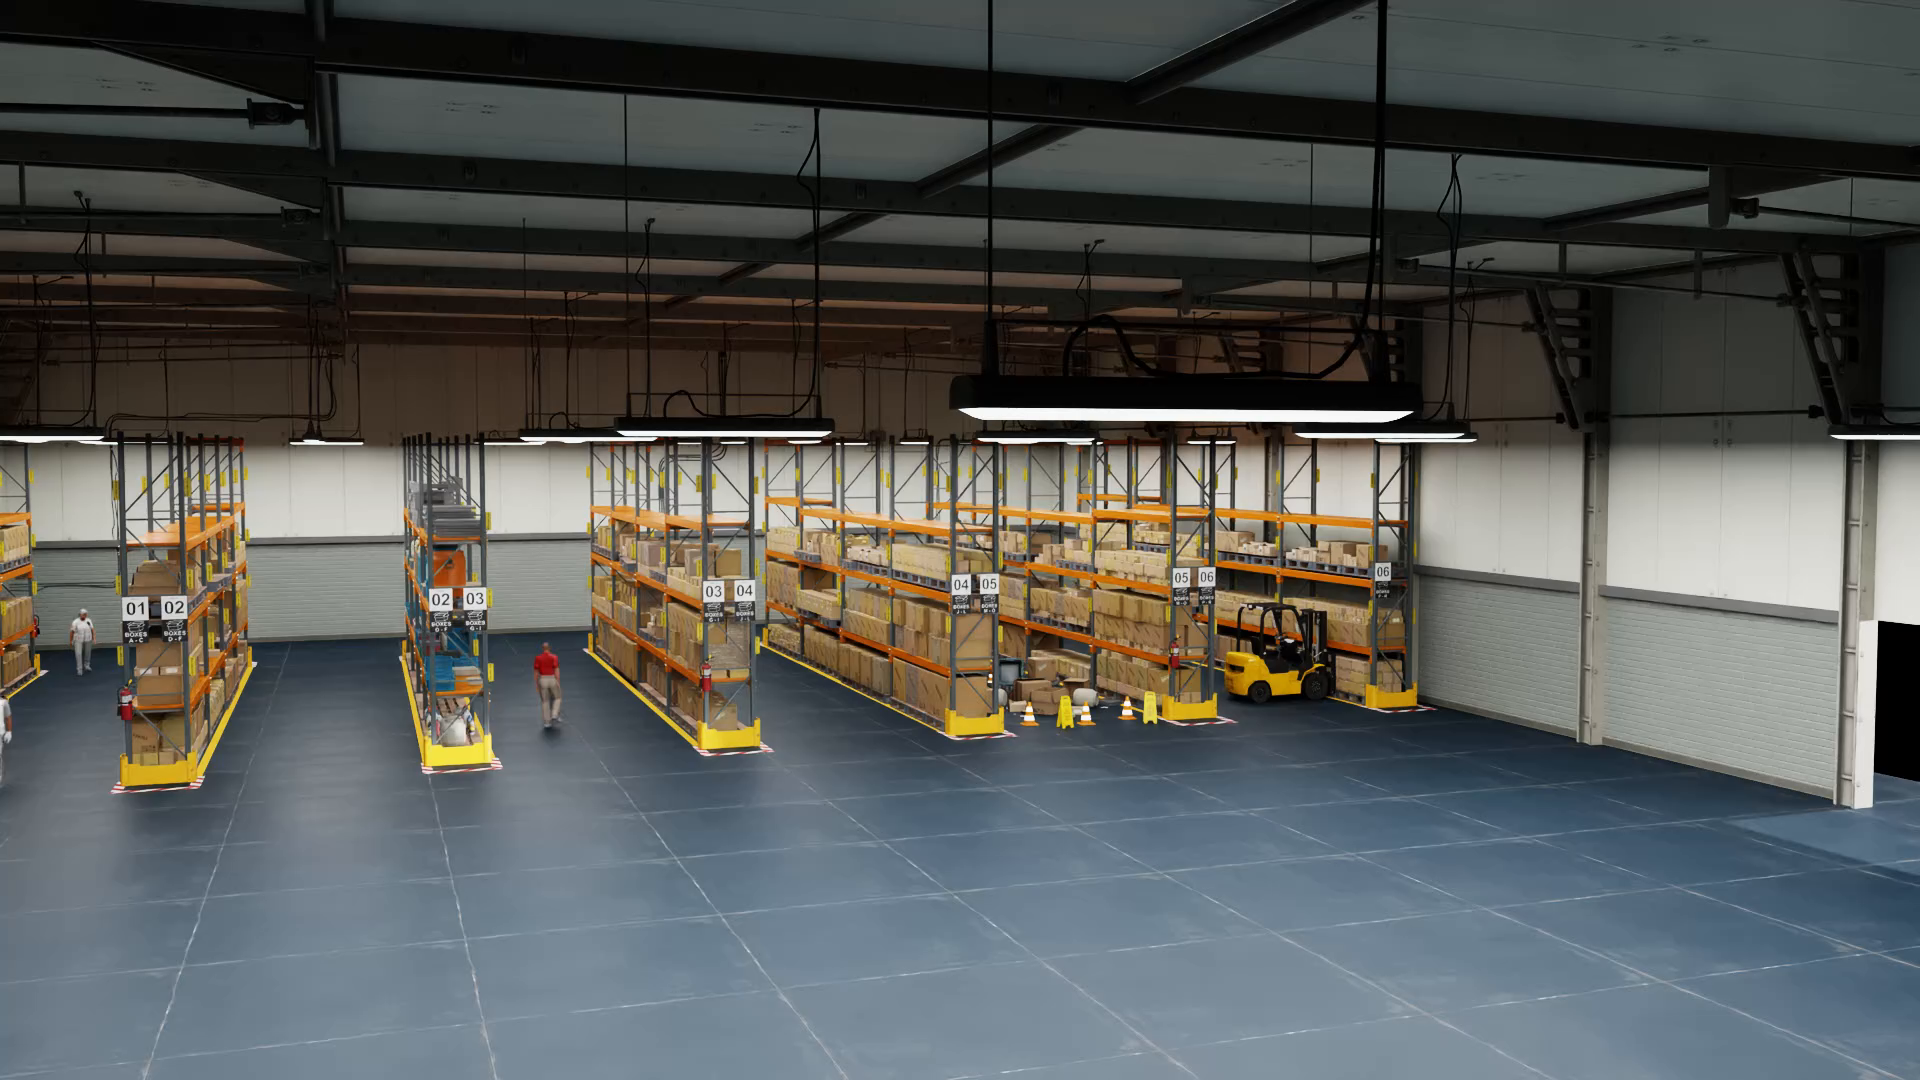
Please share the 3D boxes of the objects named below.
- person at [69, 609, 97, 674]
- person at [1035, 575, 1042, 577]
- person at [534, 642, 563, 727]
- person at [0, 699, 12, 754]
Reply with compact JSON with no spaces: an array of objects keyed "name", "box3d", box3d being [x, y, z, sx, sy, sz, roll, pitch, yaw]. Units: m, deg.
[{"name":"person","box3d":[-22.233,2.553,42.153,0.596,1.599,1.009,-2,4,-32]},{"name":"person","box3d":[2.533,1.929,53.058,0.672,1.670,0.451,-1,3,-22]},{"name":"person","box3d":[-8.448,2.963,34.131,0.590,1.714,0.479,0,3,-7]},{"name":"person","box3d":[-16.344,3.313,28.016,0.647,1.811,0.677,-2,4,-30]}]
